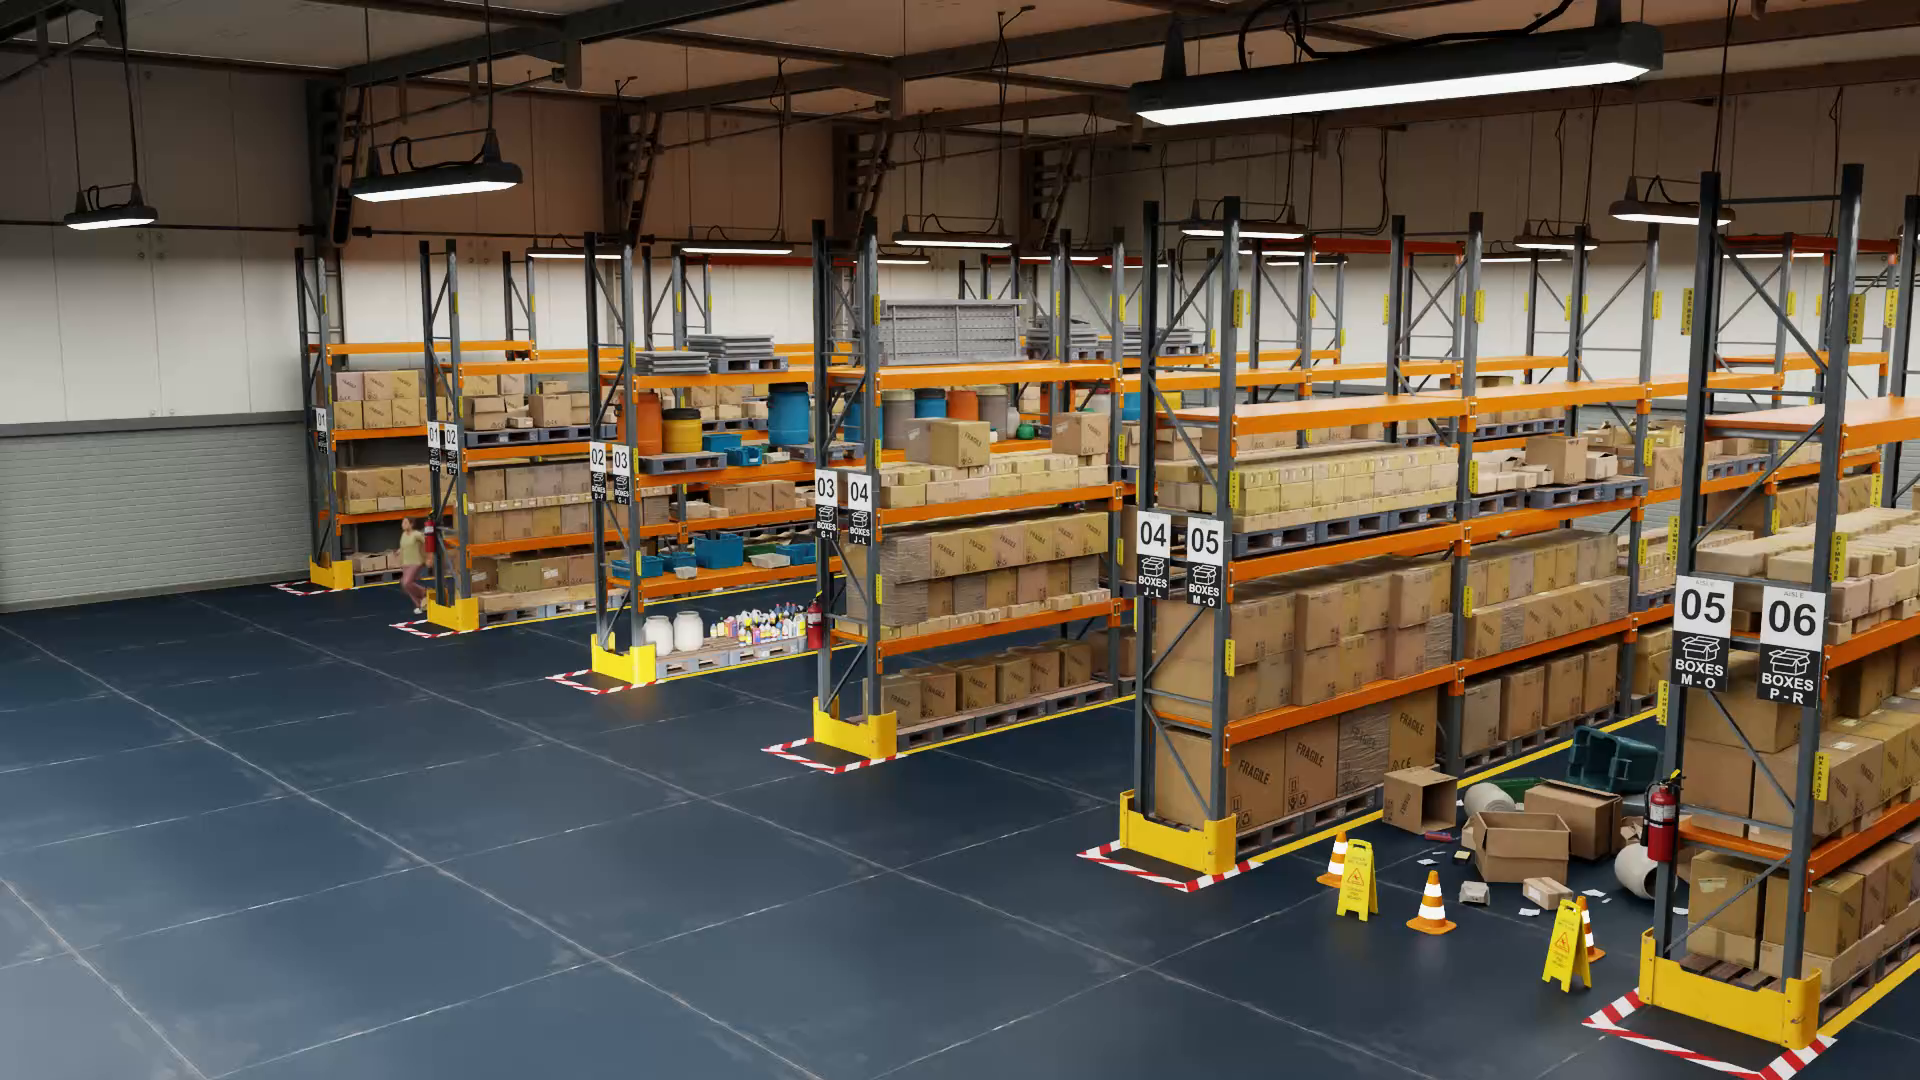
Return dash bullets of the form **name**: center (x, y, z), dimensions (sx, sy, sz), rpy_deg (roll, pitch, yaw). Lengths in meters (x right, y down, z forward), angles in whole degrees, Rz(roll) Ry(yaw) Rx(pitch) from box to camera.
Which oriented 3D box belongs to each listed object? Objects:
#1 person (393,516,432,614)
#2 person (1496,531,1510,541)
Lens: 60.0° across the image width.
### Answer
- **person**: center (-8.933, 0.408, 27.113), dimensions (0.583, 1.617, 0.588), rpy_deg (5, 10, 30)
- **person**: center (8.375, 0.628, 25.632), dimensions (0.626, 1.638, 0.630), rpy_deg (7, 11, 39)
